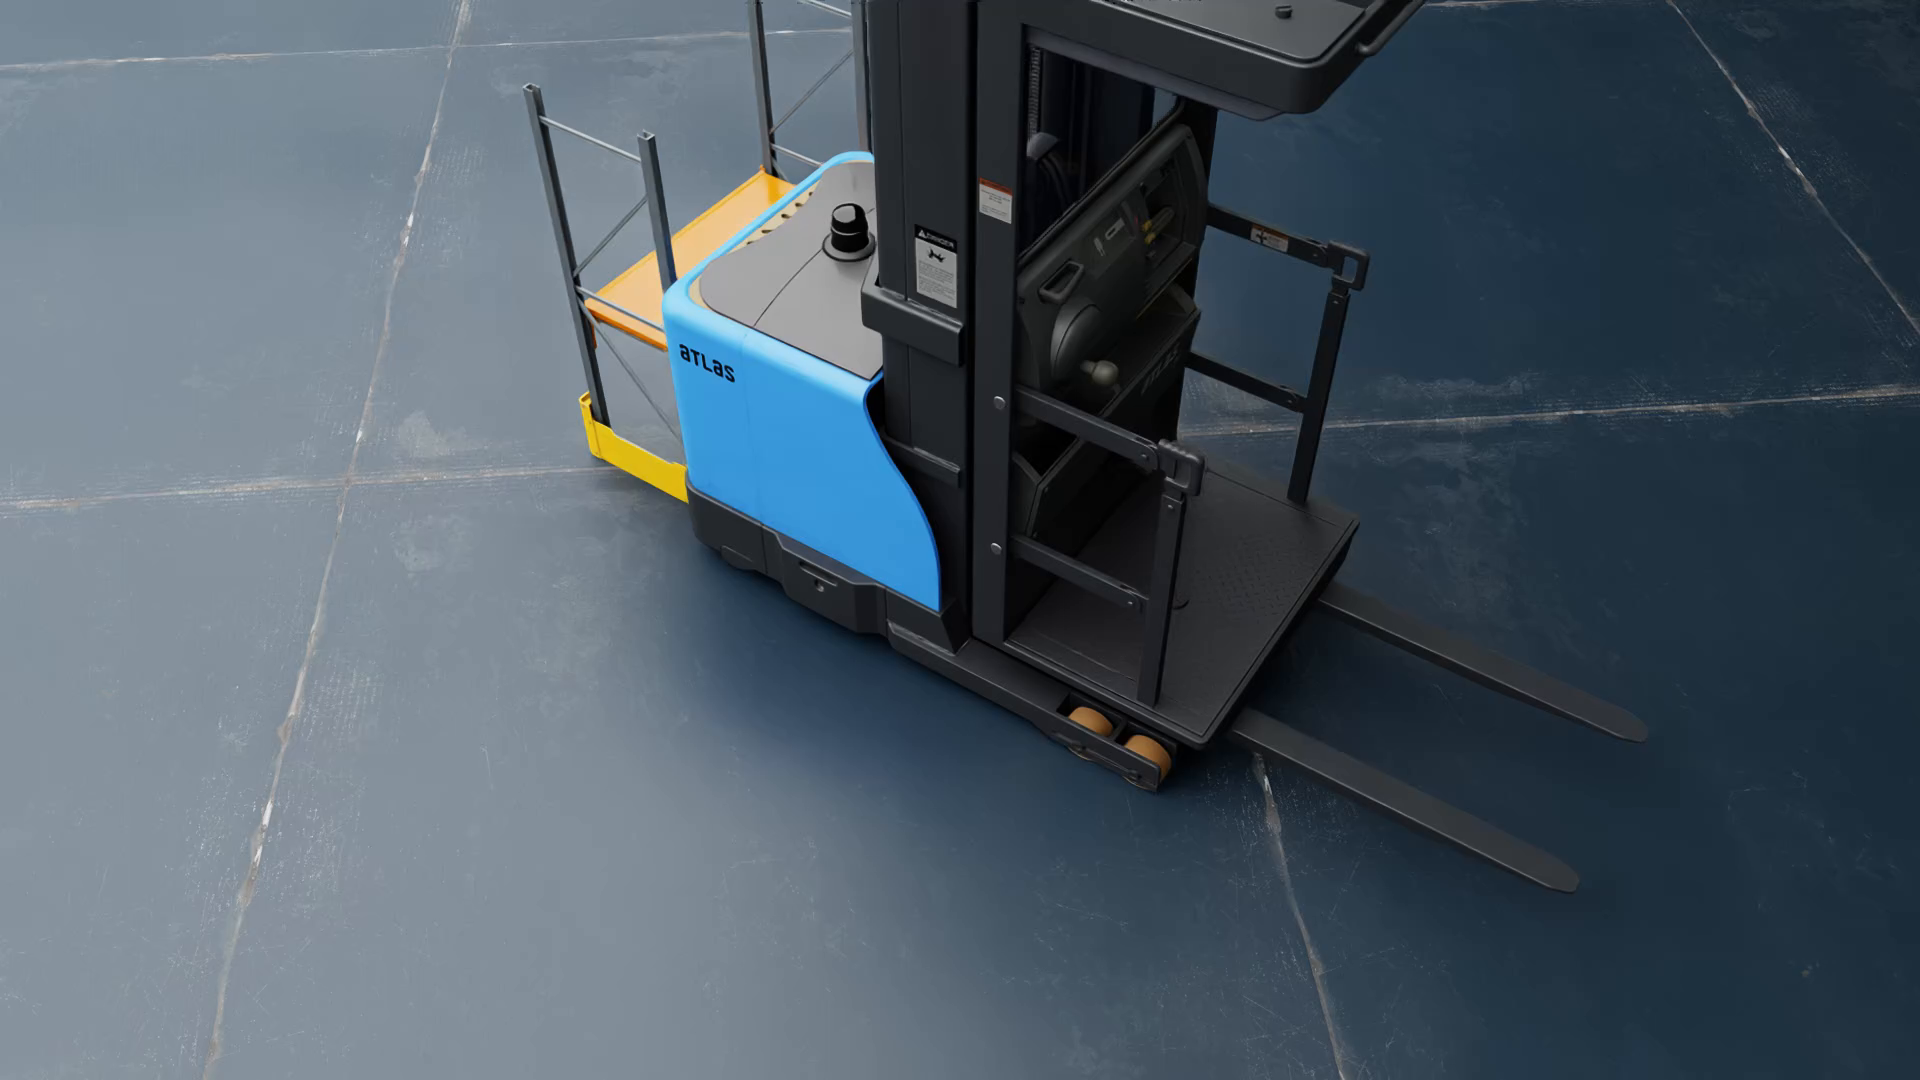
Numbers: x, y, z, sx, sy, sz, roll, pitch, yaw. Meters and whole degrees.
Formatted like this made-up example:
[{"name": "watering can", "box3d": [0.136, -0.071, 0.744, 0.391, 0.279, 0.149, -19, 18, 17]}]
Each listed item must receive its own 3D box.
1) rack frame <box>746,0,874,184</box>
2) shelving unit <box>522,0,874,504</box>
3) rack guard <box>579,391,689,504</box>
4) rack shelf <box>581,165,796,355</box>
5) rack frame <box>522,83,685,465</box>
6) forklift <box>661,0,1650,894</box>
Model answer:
[{"name": "rack frame", "box3d": [-0.514, -1.350, 5.994, 0.500, 1.500, 0.032, 26, 52, 23]}, {"name": "shelving unit", "box3d": [-0.808, -1.040, 5.701, 0.587, 1.500, 1.083, 26, 52, 23]}, {"name": "rack guard", "box3d": [-1.089, -0.312, 5.872, 0.587, 0.250, 0.087, 26, 52, 23]}, {"name": "rack shelf", "box3d": [-0.802, -0.922, 5.837, 0.538, 0.185, 1.000, 26, 52, 23]}, {"name": "rack frame", "box3d": [-1.091, -0.742, 5.419, 0.500, 1.500, 0.032, 26, 52, 23]}, {"name": "forklift", "box3d": [0.595, -0.700, 4.394, 3.031, 2.935, 1.130, 26, 52, 22]}]
